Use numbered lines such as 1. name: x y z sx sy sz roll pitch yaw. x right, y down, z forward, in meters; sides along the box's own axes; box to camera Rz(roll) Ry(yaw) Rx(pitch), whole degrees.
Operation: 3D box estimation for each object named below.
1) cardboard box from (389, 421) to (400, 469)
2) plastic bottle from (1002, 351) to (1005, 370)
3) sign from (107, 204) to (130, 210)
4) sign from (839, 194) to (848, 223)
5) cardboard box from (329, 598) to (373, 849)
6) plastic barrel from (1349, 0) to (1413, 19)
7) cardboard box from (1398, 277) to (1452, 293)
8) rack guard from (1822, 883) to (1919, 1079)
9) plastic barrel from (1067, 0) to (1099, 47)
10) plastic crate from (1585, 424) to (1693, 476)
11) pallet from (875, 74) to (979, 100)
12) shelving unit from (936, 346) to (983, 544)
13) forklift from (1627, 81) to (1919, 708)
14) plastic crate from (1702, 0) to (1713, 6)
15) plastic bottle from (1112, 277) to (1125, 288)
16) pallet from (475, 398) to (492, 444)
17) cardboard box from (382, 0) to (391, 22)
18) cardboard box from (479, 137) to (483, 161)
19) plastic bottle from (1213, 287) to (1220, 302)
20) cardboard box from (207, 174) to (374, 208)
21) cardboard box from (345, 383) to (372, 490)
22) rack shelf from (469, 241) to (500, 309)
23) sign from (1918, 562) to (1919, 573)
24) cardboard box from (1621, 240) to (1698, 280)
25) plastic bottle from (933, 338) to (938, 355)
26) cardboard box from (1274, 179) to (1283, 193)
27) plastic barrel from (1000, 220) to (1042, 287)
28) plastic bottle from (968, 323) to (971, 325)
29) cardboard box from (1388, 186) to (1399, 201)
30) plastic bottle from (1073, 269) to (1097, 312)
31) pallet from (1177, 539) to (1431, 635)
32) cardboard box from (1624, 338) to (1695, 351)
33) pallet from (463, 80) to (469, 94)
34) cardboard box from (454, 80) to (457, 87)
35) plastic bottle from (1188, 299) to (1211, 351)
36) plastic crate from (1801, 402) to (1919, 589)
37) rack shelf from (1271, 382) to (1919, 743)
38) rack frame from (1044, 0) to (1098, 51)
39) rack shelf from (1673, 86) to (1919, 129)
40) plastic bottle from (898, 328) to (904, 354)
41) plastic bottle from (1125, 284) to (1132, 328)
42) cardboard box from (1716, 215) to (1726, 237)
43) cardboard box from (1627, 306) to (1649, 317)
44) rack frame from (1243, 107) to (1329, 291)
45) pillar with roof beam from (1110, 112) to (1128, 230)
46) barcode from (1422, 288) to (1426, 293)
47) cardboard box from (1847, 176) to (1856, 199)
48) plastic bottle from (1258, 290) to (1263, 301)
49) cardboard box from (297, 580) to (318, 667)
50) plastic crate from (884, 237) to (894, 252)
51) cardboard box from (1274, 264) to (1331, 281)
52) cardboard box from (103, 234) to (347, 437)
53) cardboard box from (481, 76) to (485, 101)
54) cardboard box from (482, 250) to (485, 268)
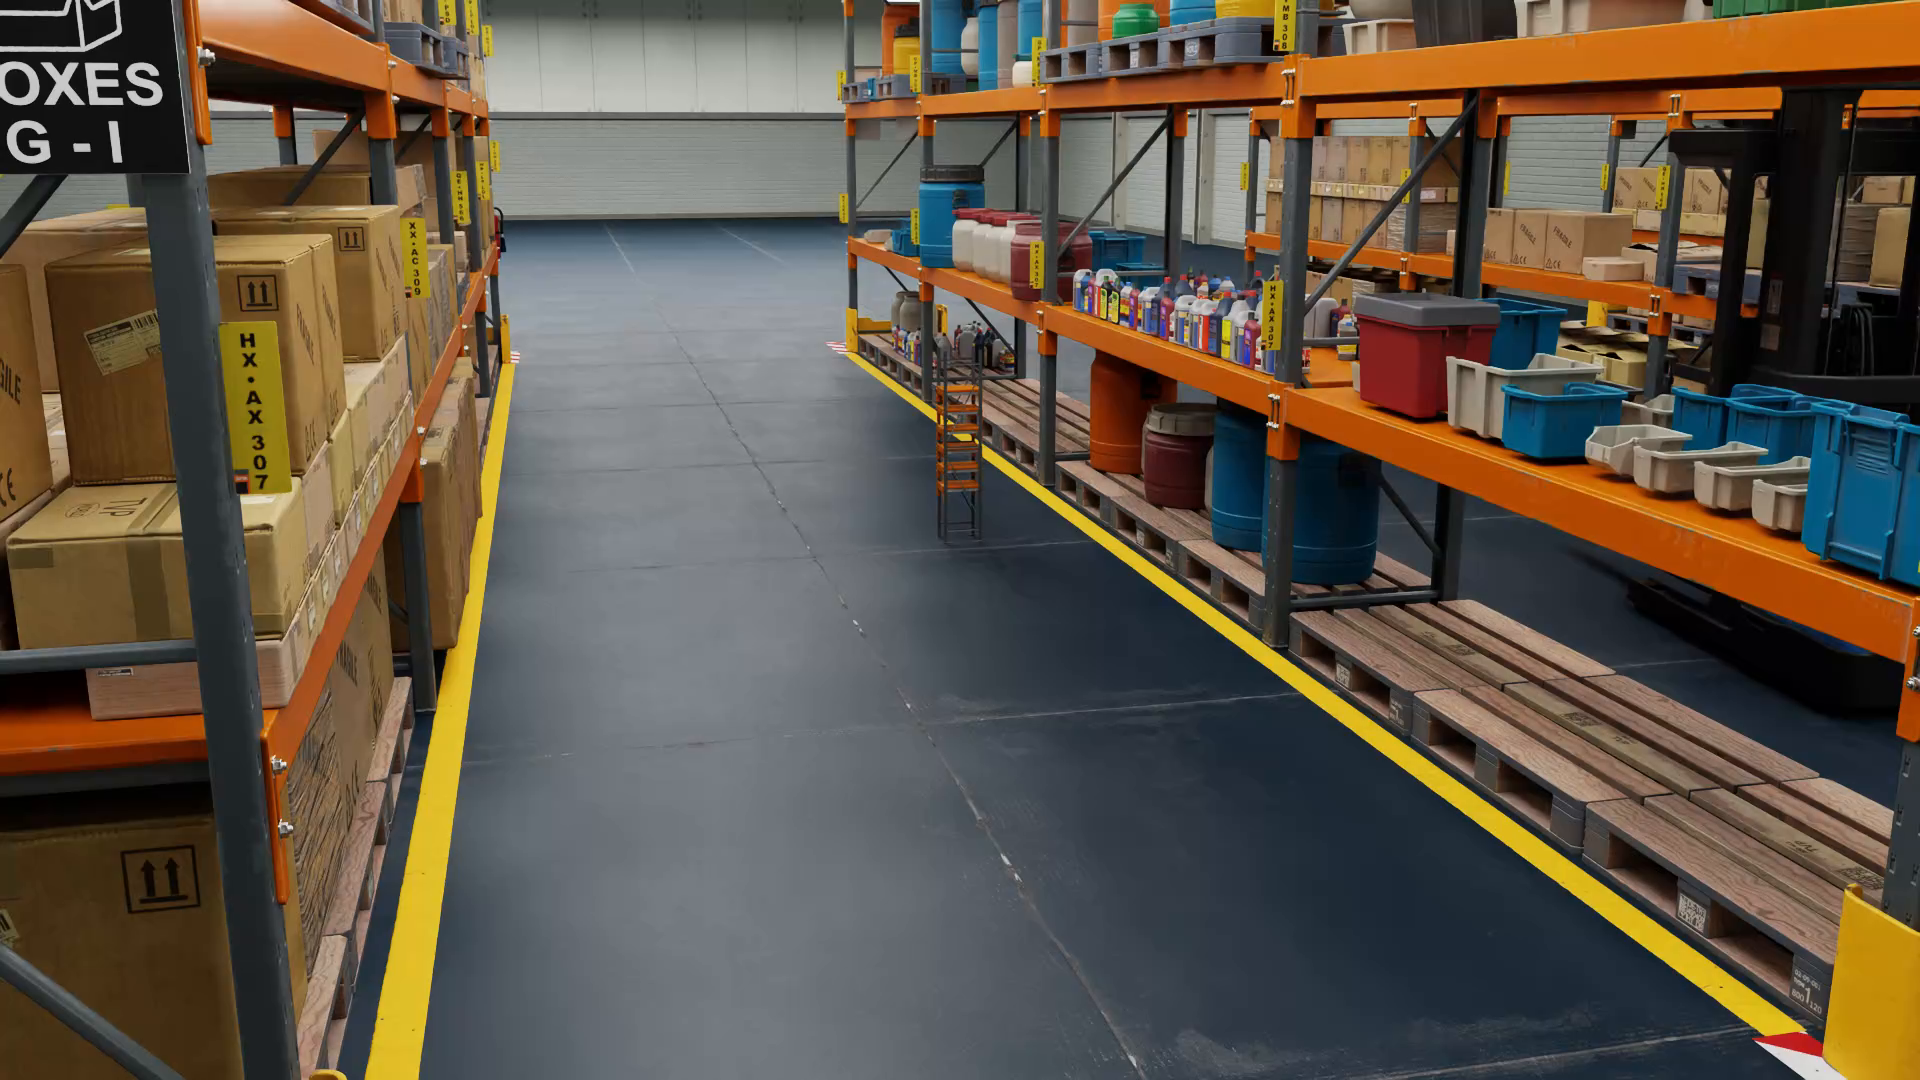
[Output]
1. cardboard box: -2.232 -0.329 5.981 0.380 0.149 0.250 -3 14 -12
2. plastic bottle: 0.460 -1.778 16.353 0.097 0.201 0.097 0 14 0
3. sign: -3.328 -1.172 6.632 0.100 0.325 0.005 -3 14 -13
4. sign: -1.343 -3.830 19.200 0.100 0.325 0.005 -3 14 -13
5. cardboard box: -2.515 0.512 5.604 0.875 0.875 0.875 -3 14 -13
6. plastic barrel: 2.131 -2.819 8.155 0.433 0.535 0.433 0 14 0
7. cardboard box: 5.018 -2.549 17.870 0.500 0.500 0.500 -3 14 -13
8. rack guard: 2.969 1.185 4.523 1.175 0.500 0.348 -3 14 -13
9. plastic barrel: 1.090 -3.782 12.209 0.600 0.901 0.600 0 14 0
10. plastic crate: 2.352 -0.311 5.808 0.298 0.136 0.250 -3 14 -13
11. pallet: -0.132 -4.329 15.902 1.213 0.211 1.003 -3 14 -13
12. shelving unit: -0.003 -0.586 10.298 0.258 1.200 0.189 -3 14 -13
13. forklift: 4.182 -0.996 8.329 1.130 2.935 3.031 -1 14 -4
14. plastic crate: 2.859 -1.829 5.402 0.504 0.338 0.767 -3 14 -13
15. plastic bottle: 1.028 -1.567 10.794 0.097 0.271 0.097 0 14 0
16. pallet: -4.498 -0.992 14.043 1.003 0.211 1.213 -3 14 -13
17. cardboard box: -3.242 -2.845 8.328 0.797 0.503 0.637 -3 14 -14
18. cardboard box: -4.776 -3.554 15.708 0.500 0.500 0.500 -3 14 -13
19. plastic bottle: 1.714 -1.565 10.932 0.097 0.201 0.097 0 14 0
20. cardboard box: -2.961 -1.363 7.363 0.797 0.503 0.637 -4 14 -15
21. cardboard box: -2.085 -0.311 5.069 0.500 0.250 0.500 -4 14 -14
22. rack shelf: -5.152 -2.638 16.421 1.077 0.370 4.000 -3 14 -13
23. sign: 2.420 -0.079 4.085 0.100 0.325 0.005 -3 14 -13
24. cardboard box: 5.866 -2.329 13.826 0.500 0.311 0.500 -3 14 -14
25. plastic bottle: -0.299 -1.862 16.381 0.144 0.351 0.185 -4 14 -15
26. cardboard box: 3.956 -4.201 19.723 0.380 0.149 0.250 -4 14 -15
27. plastic barrel: 0.524 -2.256 13.107 0.421 0.512 0.421 0 14 0
28. plastic bottle: 0.096 -2.194 17.884 0.061 0.283 0.133 -3 14 -12
29. cardboard box: 4.620 -3.549 17.056 0.380 0.149 0.250 -4 14 -14
30. plastic bottle: 0.859 -1.701 11.332 0.152 0.276 0.135 -3 14 -13
31. pallet: 1.871 0.218 9.092 1.003 0.211 1.213 -3 14 -13
32. cardboard box: 5.918 -1.553 14.192 0.500 0.311 0.500 -4 14 -15
33. pallet: -4.641 -3.744 13.506 1.213 0.211 1.003 -3 14 -13
34. cardboard box: -3.856 -3.347 11.801 0.500 0.250 0.500 -3 14 -12
35. plastic bottle: 1.369 -1.201 9.284 0.152 0.276 0.135 -3 14 -13
36. plastic crate: 2.690 -0.147 4.508 0.616 0.435 0.499 -3 14 -13
37. rack shelf: 2.481 -0.146 6.220 1.077 0.370 4.000 -3 14 -13
38. rack frame: 1.072 -4.794 11.088 1.000 3.000 0.127 -3 14 -13
39. rack shelf: 6.357 -2.801 10.767 1.077 0.370 4.000 -3 14 -13
40. plastic bottle: -0.604 -2.099 17.519 0.097 0.271 0.097 0 14 0
41. plastic bottle: 1.077 -1.458 10.344 0.097 0.271 0.097 0 14 0
42. cardboard box: 9.114 -3.614 19.174 0.500 0.250 0.500 -3 14 -13
43. cardboard box: 8.898 -3.020 21.207 0.500 0.311 0.500 -5 15 -20
44. rack frame: 4.009 -4.000 20.480 1.000 3.000 0.127 -3 14 -13
45. pillar with roof beam: 0.007 -12.375 42.118 9.100 9.000 0.400 -3 14 -13
46. barcode: 4.603 -2.461 16.498 0.001 0.075 0.075 -3 14 -13
47. cardboard box: 9.351 -3.747 18.139 0.500 0.500 0.500 -3 14 -13
48. plastic bottle: 1.814 -1.354 9.922 0.097 0.271 0.097 0 14 0
49. cardboard box: -1.688 0.205 3.798 0.380 0.149 0.250 -3 14 -14
50. plastic crate: -0.495 -3.035 17.084 0.530 0.136 0.437 -3 14 -13
51. cardboard box: 4.038 -2.981 19.639 0.500 0.500 0.500 -3 14 -13
52. cardboard box: -1.959 -0.554 4.484 0.500 0.500 0.500 -4 14 -15
53. cardboard box: -5.141 -4.621 17.017 0.500 0.250 0.500 -3 14 -13
54. cardboard box: -4.486 -2.529 14.987 0.380 0.149 0.250 -3 14 -13
